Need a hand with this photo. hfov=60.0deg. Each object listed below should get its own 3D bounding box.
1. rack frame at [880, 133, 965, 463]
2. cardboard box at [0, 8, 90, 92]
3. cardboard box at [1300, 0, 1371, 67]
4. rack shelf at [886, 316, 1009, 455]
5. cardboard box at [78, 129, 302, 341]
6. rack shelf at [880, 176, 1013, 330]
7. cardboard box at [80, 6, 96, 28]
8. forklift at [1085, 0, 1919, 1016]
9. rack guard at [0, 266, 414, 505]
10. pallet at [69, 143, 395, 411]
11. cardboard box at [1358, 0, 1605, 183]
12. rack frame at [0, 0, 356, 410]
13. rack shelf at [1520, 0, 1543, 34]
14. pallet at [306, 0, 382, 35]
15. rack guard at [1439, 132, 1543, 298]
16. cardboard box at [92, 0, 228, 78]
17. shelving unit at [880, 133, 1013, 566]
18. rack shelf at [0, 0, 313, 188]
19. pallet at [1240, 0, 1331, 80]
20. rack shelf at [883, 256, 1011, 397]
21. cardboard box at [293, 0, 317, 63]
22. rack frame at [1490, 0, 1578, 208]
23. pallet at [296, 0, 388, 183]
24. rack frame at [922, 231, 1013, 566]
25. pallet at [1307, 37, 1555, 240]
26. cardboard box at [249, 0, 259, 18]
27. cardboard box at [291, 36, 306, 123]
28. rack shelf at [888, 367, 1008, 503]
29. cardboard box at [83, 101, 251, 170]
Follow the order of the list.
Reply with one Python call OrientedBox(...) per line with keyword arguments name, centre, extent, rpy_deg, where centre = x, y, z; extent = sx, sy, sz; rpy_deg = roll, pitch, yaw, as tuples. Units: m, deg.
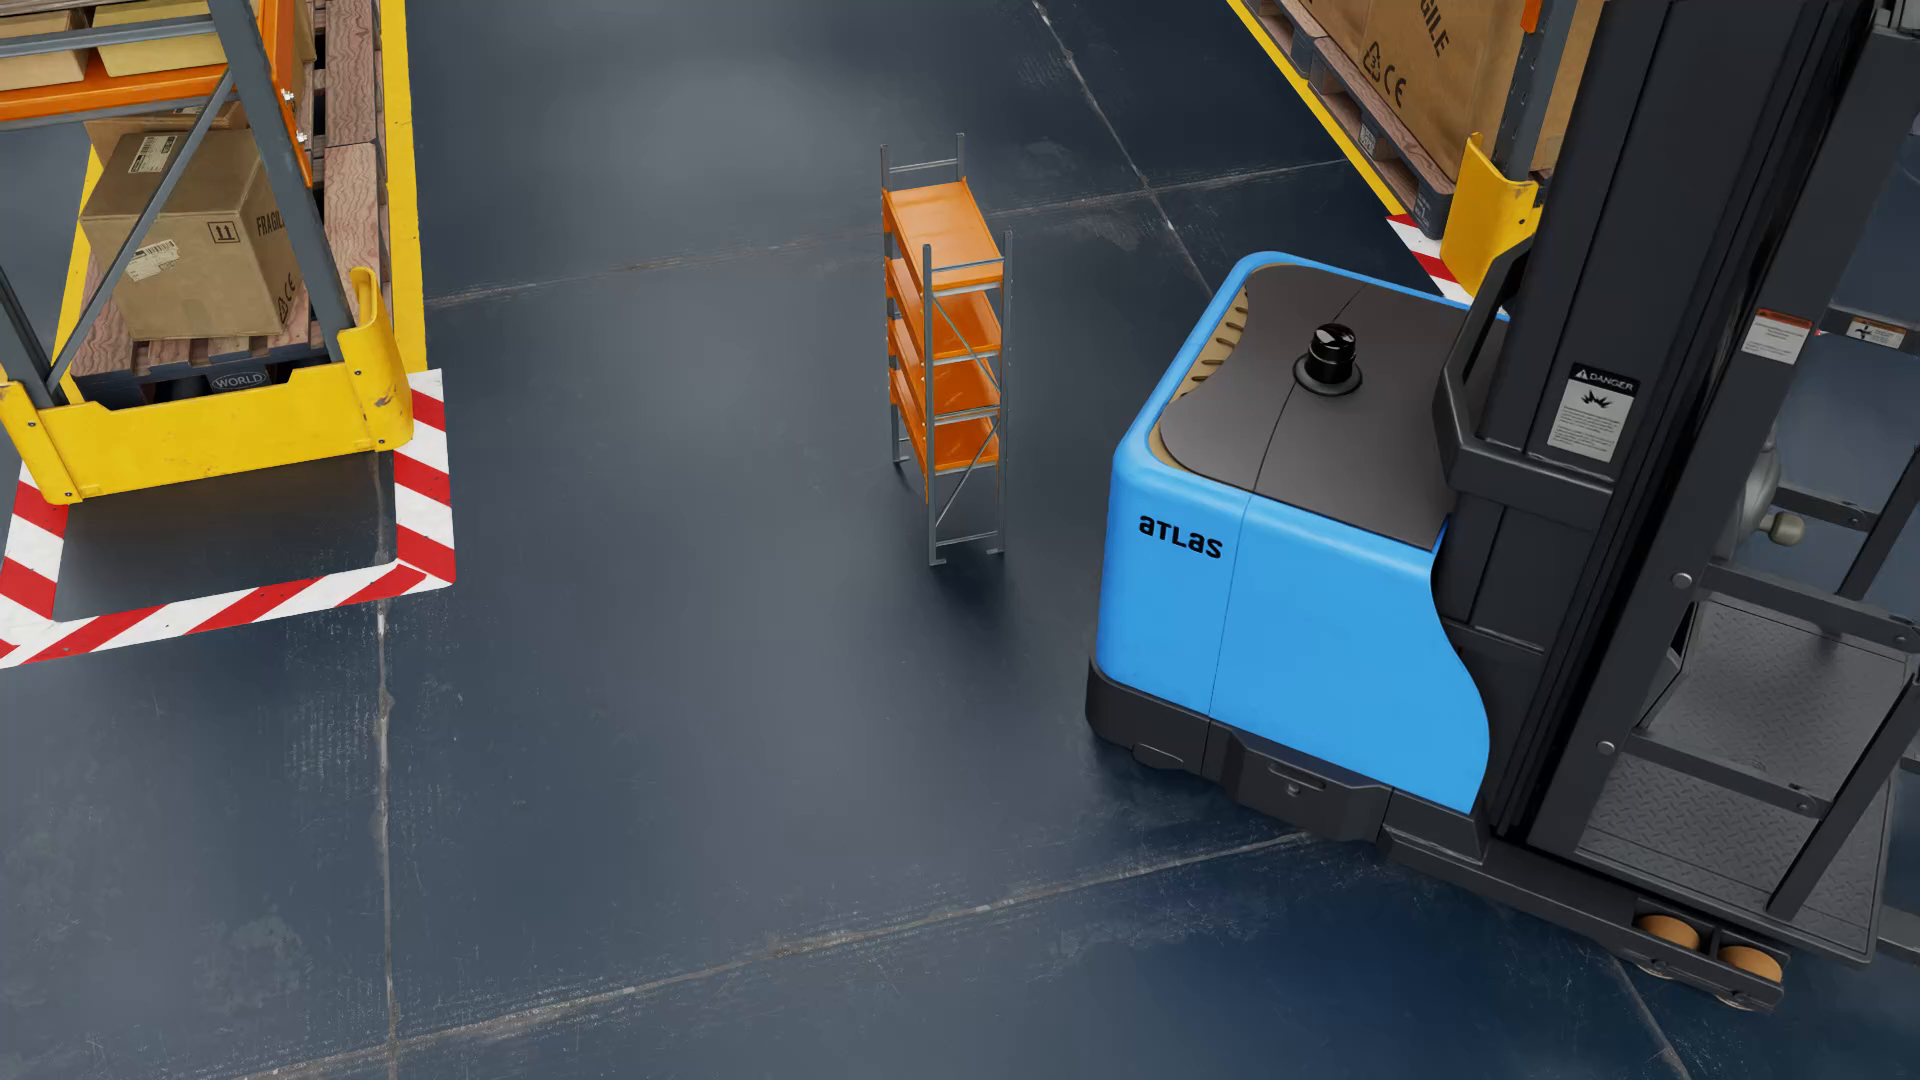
OrientedBox(name="rack frame", centre=(-0.105, -0.703, 5.099), extent=(0.240, 1.200, 0.015), rpy_deg=(-11, 47, -10))
OrientedBox(name="cardboard box", centre=(-2.688, -1.397, 4.695), extent=(0.380, 0.149, 0.250), rpy_deg=(-11, 47, -10))
OrientedBox(name="cardboard box", centre=(1.941, -2.629, 6.920), extent=(0.875, 0.875, 0.875), rpy_deg=(-11, 47, -11))
OrientedBox(name="rack shelf", centre=(-0.042, -0.487, 4.982), extent=(0.258, 0.148, 0.480), rpy_deg=(-11, 47, -10))
OrientedBox(name="cardboard box", centre=(-2.559, -1.032, 5.617), extent=(0.500, 0.500, 0.500), rpy_deg=(-3, 46, -3))
OrientedBox(name="rack shelf", centre=(-0.042, -0.809, 4.653), extent=(0.258, 0.148, 0.480), rpy_deg=(-11, 47, -10))
OrientedBox(name="cardboard box", centre=(-2.751, -1.570, 4.864), extent=(0.380, 0.149, 0.250), rpy_deg=(-11, 47, -10))
OrientedBox(name="forklift", centre=(1.904, -0.303, 3.495), extent=(3.031, 2.935, 1.130), rpy_deg=(20, 49, 18))
OrientedBox(name="rack guard", centre=(-2.435, -0.503, 5.393), extent=(1.175, 0.500, 0.348), rpy_deg=(-11, 47, -10))
OrientedBox(name="pallet", centre=(-2.609, -0.970, 6.052), extent=(1.003, 0.211, 1.213), rpy_deg=(-11, 47, -10))
OrientedBox(name="cardboard box", centre=(2.168, -2.022, 6.325), extent=(0.875, 0.875, 0.875), rpy_deg=(-10, 47, -10))
OrientedBox(name="rack frame", centre=(-2.415, -1.326, 4.449), extent=(1.000, 3.000, 0.127), rpy_deg=(-11, 47, -10))
OrientedBox(name="rack shelf", centre=(1.893, -3.292, 6.880), extent=(1.077, 0.370, 4.000), rpy_deg=(-11, 47, -10))
OrientedBox(name="pallet", centre=(-3.233, -2.654, 7.703), extent=(1.003, 0.211, 1.213), rpy_deg=(-11, 47, -10))
OrientedBox(name="rack guard", centre=(2.411, -1.271, 6.146), extent=(1.175, 0.500, 0.348), rpy_deg=(-11, 47, -10))
OrientedBox(name="cardboard box", centre=(-2.258, -1.478, 4.774), extent=(0.380, 0.149, 0.250), rpy_deg=(-11, 47, -10))
OrientedBox(name="shelving unit", centre=(-0.042, -0.534, 4.933), extent=(0.258, 1.200, 0.503), rpy_deg=(-11, 47, -10))
OrientedBox(name="rack shelf", centre=(-2.927, -2.455, 6.059), extent=(1.077, 0.370, 4.000), rpy_deg=(-11, 47, -10))
OrientedBox(name="pallet", centre=(1.816, -2.565, 7.616), extent=(1.003, 0.211, 1.213), rpy_deg=(-11, 47, -10))
OrientedBox(name="rack shelf", centre=(-0.042, -0.644, 4.822), extent=(0.258, 0.148, 0.480), rpy_deg=(-11, 47, -10))
OrientedBox(name="cardboard box", centre=(-2.987, -2.268, 6.828), extent=(0.500, 0.500, 0.500), rpy_deg=(-15, 47, -14))
OrientedBox(name="rack frame", centre=(2.405, -2.163, 5.269), extent=(1.000, 3.000, 0.127), rpy_deg=(-11, 47, -10))
OrientedBox(name="pallet", centre=(-2.917, -1.810, 6.876), extent=(1.003, 0.211, 1.213), rpy_deg=(-11, 47, -10))
OrientedBox(name="rack frame", centre=(0.020, -0.366, 4.768), extent=(0.240, 1.200, 0.015), rpy_deg=(-11, 47, -10))
OrientedBox(name="pallet", centre=(2.125, -1.724, 6.792), extent=(1.003, 0.211, 1.213), rpy_deg=(-11, 47, -10))
OrientedBox(name="cardboard box", centre=(-2.303, -1.654, 4.947), extent=(0.380, 0.149, 0.250), rpy_deg=(-11, 47, -10))
OrientedBox(name="cardboard box", centre=(-2.887, -1.874, 6.443), extent=(0.500, 0.500, 0.500), rpy_deg=(-7, 46, -7))
OrientedBox(name="rack shelf", centre=(-0.042, -0.348, 5.123), extent=(0.258, 0.148, 0.480), rpy_deg=(-11, 47, -10))
OrientedBox(name="cardboard box", centre=(-2.745, -1.438, 6.016), extent=(0.500, 0.500, 0.500), rpy_deg=(0, 46, 0))
